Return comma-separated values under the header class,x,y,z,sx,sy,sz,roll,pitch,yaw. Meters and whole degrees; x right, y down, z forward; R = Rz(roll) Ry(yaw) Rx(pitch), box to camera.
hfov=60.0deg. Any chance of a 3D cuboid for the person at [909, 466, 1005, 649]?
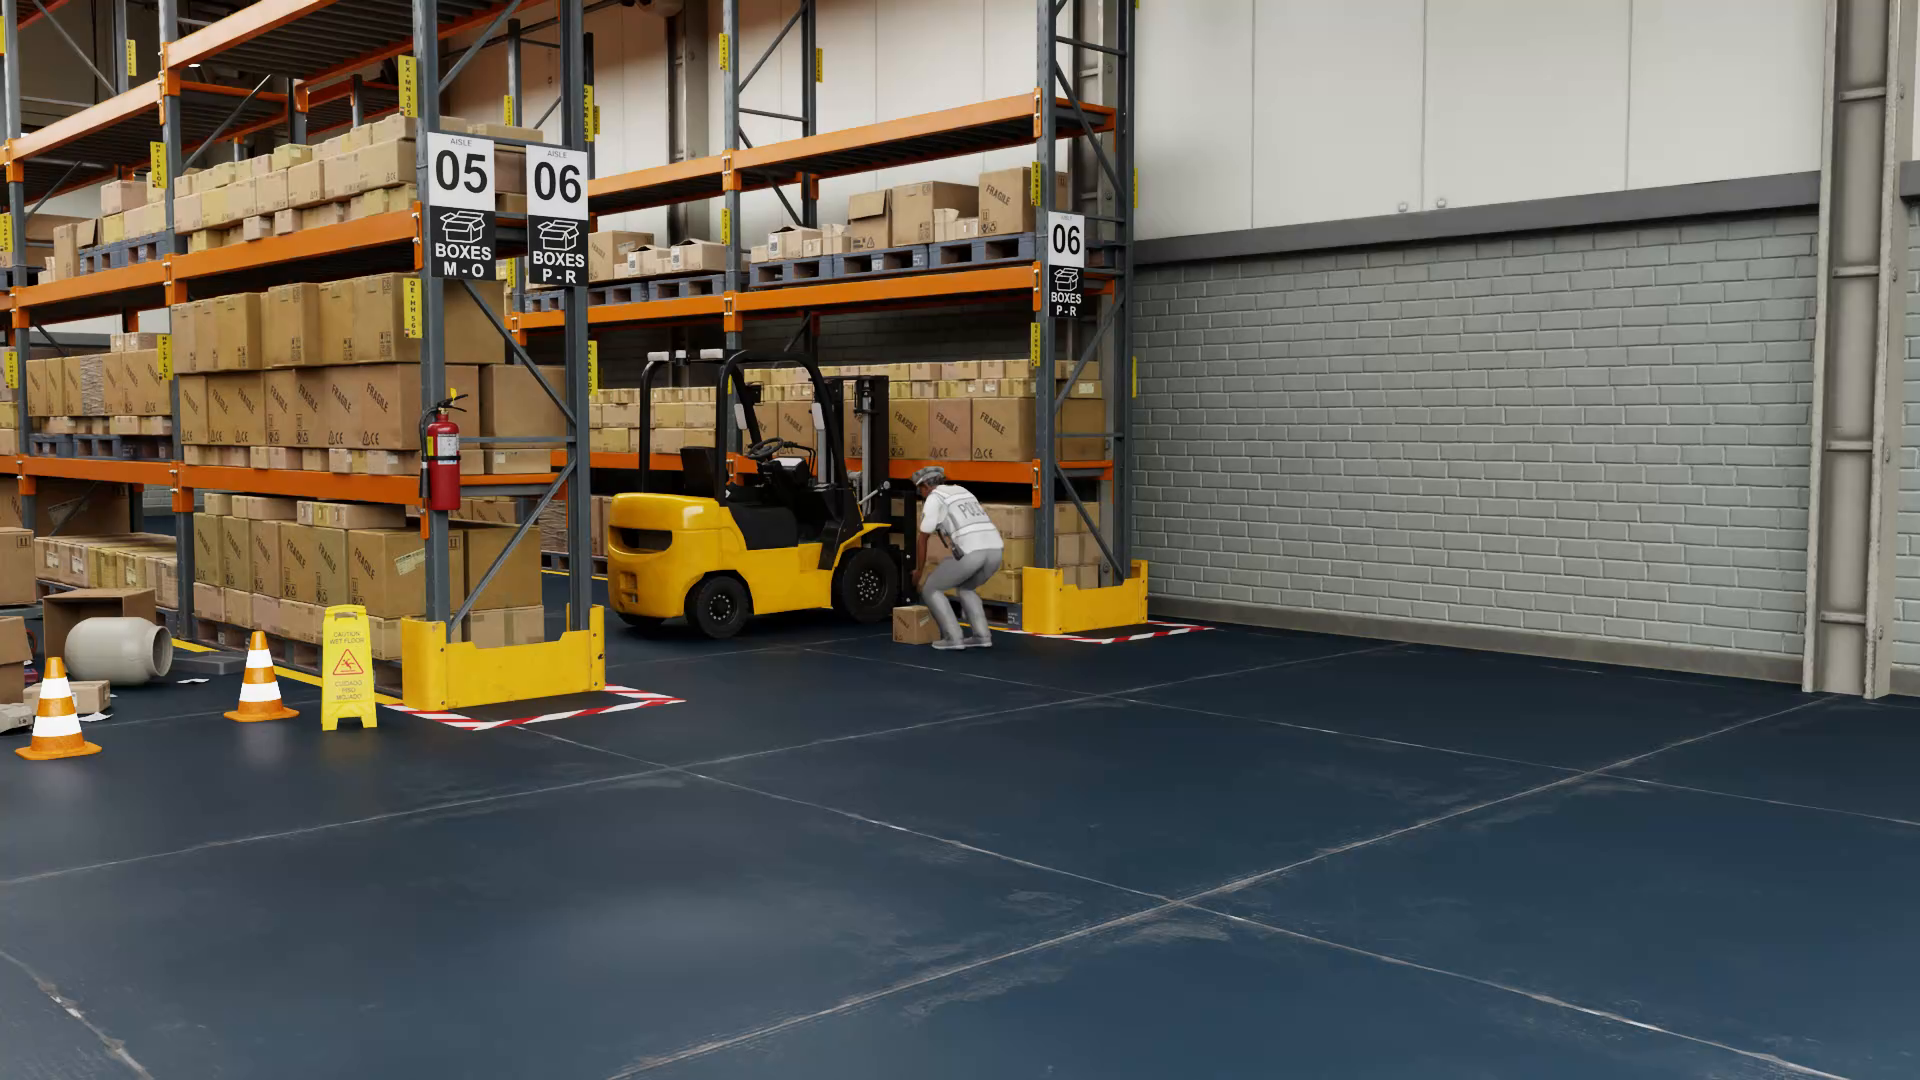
class,x,y,z,sx,sy,sz,roll,pitch,yaw
person,-0.054,0.131,11.867,0.496,1.294,0.755,-4,6,-44
